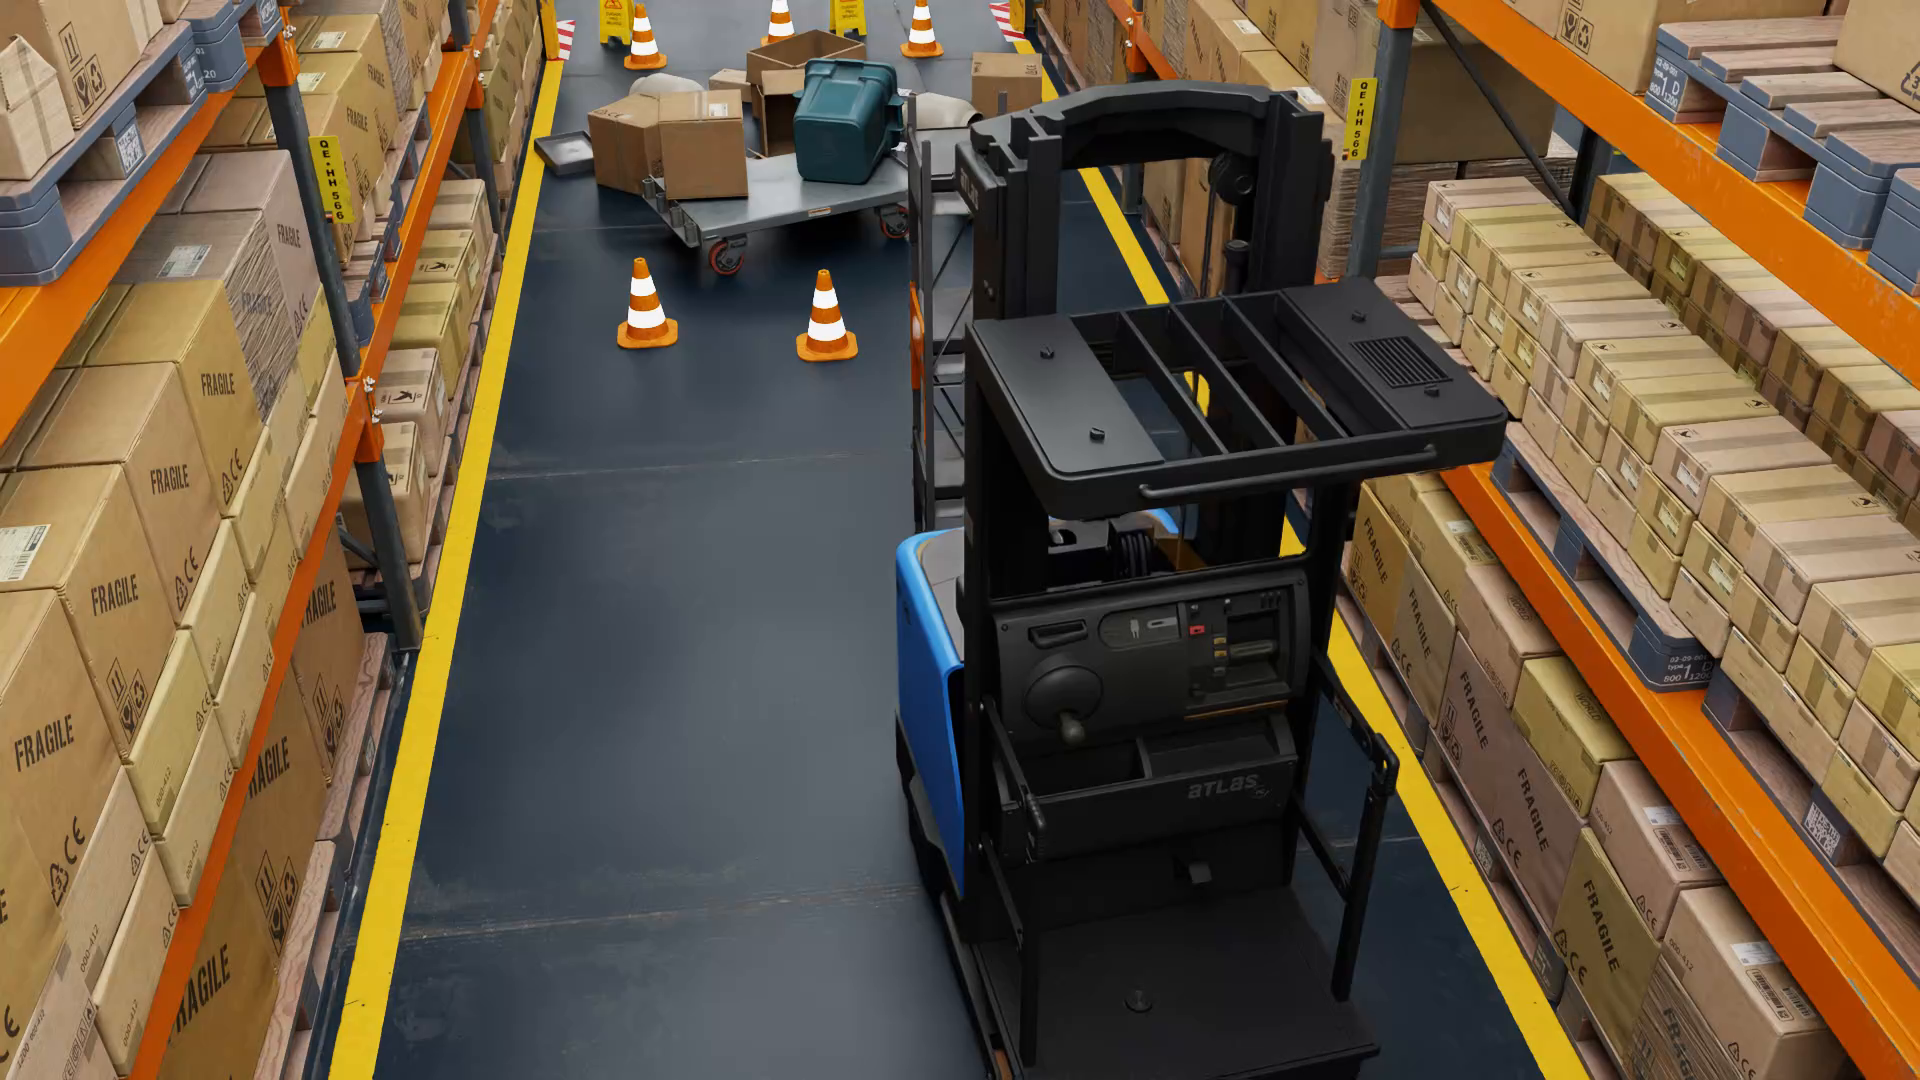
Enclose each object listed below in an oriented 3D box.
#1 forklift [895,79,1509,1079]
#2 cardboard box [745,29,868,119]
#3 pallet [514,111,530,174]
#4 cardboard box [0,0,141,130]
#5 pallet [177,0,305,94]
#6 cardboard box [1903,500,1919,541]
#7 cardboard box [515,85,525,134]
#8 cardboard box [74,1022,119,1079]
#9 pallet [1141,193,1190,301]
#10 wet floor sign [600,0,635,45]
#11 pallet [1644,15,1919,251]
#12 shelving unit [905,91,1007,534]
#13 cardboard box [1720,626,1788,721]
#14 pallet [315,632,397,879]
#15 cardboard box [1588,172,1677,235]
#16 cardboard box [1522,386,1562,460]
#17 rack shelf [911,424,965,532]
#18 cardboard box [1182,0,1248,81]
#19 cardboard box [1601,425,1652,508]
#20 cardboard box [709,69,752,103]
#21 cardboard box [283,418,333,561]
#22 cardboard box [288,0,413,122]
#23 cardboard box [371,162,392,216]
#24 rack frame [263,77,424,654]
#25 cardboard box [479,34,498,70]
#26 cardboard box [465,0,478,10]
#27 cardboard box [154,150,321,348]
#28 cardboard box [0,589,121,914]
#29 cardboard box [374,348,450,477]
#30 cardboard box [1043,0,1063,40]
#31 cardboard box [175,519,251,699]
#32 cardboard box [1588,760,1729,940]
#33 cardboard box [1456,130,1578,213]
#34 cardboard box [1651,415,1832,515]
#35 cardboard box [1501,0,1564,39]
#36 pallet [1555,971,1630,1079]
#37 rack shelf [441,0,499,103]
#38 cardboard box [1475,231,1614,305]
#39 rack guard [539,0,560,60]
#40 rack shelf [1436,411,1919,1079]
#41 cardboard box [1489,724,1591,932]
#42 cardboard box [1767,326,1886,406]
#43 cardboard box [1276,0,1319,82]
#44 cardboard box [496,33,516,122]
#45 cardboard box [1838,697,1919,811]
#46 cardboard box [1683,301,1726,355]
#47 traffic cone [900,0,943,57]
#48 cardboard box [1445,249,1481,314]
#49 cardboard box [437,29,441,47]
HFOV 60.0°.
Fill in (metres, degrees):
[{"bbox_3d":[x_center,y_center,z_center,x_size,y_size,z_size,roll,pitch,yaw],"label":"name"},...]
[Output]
[{"bbox_3d":[0.611,0.398,4.563,1.130,2.935,3.031,-8,35,-12],"label":"forklift"},{"bbox_3d":[-1.124,-3.408,12.304,0.637,0.503,0.797,27,43,34],"label":"cardboard box"},{"bbox_3d":[-3.624,-2.898,11.815,1.003,0.211,1.213,-4,35,-6],"label":"pallet"},{"bbox_3d":[-2.269,-1.256,3.805,0.500,0.500,0.500,-4,34,-6],"label":"cardboard box"},{"bbox_3d":[-2.654,-1.570,4.894,1.213,0.211,1.003,-3,34,-4],"label":"pallet"},{"bbox_3d":[2.893,0.006,4.663,0.380,0.149,0.250,-3,34,-4],"label":"cardboard box"},{"bbox_3d":[-3.300,-2.976,11.521,0.500,0.250,0.500,-5,35,-7],"label":"cardboard box"},{"bbox_3d":[-2.053,1.265,3.363,0.500,0.250,0.500,-5,35,-7],"label":"cardboard box"},{"bbox_3d":[1.739,-1.850,10.277,1.003,0.211,1.213,-4,35,-6],"label":"pallet"},{"bbox_3d":[-2.834,-4.442,13.695,0.267,0.644,0.232,7,35,10],"label":"wet floor sign"},{"bbox_3d":[2.516,-1.056,4.139,1.213,0.211,1.003,-4,35,-6],"label":"pallet"},{"bbox_3d":[0.022,-0.775,7.023,0.431,2.100,0.503,-4,35,-6],"label":"shelving unit"},{"bbox_3d":[2.286,0.337,4.442,0.380,0.149,0.250,-6,35,-9],"label":"cardboard box"},{"bbox_3d":[-2.762,0.834,6.338,1.003,0.211,1.213,-4,35,-6],"label":"pallet"},{"bbox_3d":[2.618,-1.272,6.274,0.380,0.149,0.250,-6,35,-8],"label":"cardboard box"},{"bbox_3d":[2.107,-0.400,5.524,0.380,0.149,0.250,-3,34,-5],"label":"cardboard box"},{"bbox_3d":[0.022,-0.186,7.425,0.431,0.518,0.480,-4,35,-6],"label":"rack shelf"},{"bbox_3d":[1.498,-2.594,8.803,0.500,0.500,0.500,-5,35,-7],"label":"cardboard box"},{"bbox_3d":[2.179,-0.234,5.015,0.380,0.149,0.250,-3,34,-5],"label":"cardboard box"},{"bbox_3d":[-1.691,-3.472,12.712,0.380,0.149,0.250,13,36,18],"label":"cardboard box"},{"bbox_3d":[-2.384,-0.155,5.447,0.500,0.250,0.500,-4,34,-6],"label":"cardboard box"},{"bbox_3d":[-2.839,-2.236,7.641,0.500,0.500,0.500,-6,35,-8],"label":"cardboard box"},{"bbox_3d":[-2.665,-1.500,7.138,0.380,0.149,0.250,-4,34,-6],"label":"cardboard box"},{"bbox_3d":[-2.793,-0.764,6.207,1.000,3.000,0.127,-4,35,-6],"label":"rack frame"},{"bbox_3d":[-3.100,-3.035,10.367,0.380,0.149,0.250,-4,34,-6],"label":"cardboard box"},{"bbox_3d":[-3.114,-3.427,9.762,0.500,0.500,0.500,-4,35,-7],"label":"cardboard box"},{"bbox_3d":[-2.464,-0.949,5.503,0.500,0.500,0.500,-5,35,-8],"label":"cardboard box"},{"bbox_3d":[-2.125,0.465,3.427,0.500,0.500,0.500,-5,35,-7],"label":"cardboard box"},{"bbox_3d":[-2.966,-0.578,7.896,0.950,0.372,0.625,-5,35,-7],"label":"cardboard box"},{"bbox_3d":[1.179,-4.581,13.323,0.875,0.875,0.875,-4,34,-6],"label":"cardboard box"},{"bbox_3d":[-2.244,0.203,4.478,0.500,0.250,0.500,-5,35,-8],"label":"cardboard box"},{"bbox_3d":[2.230,0.903,4.943,0.500,0.250,0.500,-3,34,-4],"label":"cardboard box"},{"bbox_3d":[2.305,-1.507,7.209,0.500,0.500,0.500,-4,34,-6],"label":"cardboard box"},{"bbox_3d":[2.214,-0.215,4.724,0.380,0.149,0.250,-6,35,-9],"label":"cardboard box"},{"bbox_3d":[1.986,-1.858,5.061,0.500,0.500,0.500,-4,35,-6],"label":"cardboard box"},{"bbox_3d":[2.530,1.755,4.987,1.003,0.211,1.213,-4,35,-6],"label":"pallet"},{"bbox_3d":[-3.600,-3.814,11.322,1.077,0.370,4.000,-4,35,-6],"label":"rack shelf"},{"bbox_3d":[2.036,-0.951,5.804,0.380,0.149,0.250,-5,35,-7],"label":"cardboard box"},{"bbox_3d":[-3.859,-4.152,13.399,1.175,0.500,0.348,-4,35,-6],"label":"rack guard"},{"bbox_3d":[2.367,0.219,5.405,1.077,0.370,4.000,-4,35,-6],"label":"rack shelf"},{"bbox_3d":[2.154,0.930,5.569,0.500,0.500,0.500,-5,35,-7],"label":"cardboard box"},{"bbox_3d":[2.790,-0.550,5.215,0.380,0.149,0.250,-3,34,-4],"label":"cardboard box"},{"bbox_3d":[1.907,-2.469,7.732,0.700,0.500,0.500,-5,35,-7],"label":"cardboard box"},{"bbox_3d":[-3.227,-2.990,10.877,0.500,0.500,0.500,-3,34,-4],"label":"cardboard box"},{"bbox_3d":[2.350,0.491,3.952,0.380,0.149,0.250,-4,34,-6],"label":"cardboard box"},{"bbox_3d":[2.725,-0.711,5.716,0.380,0.149,0.250,-4,35,-6],"label":"cardboard box"},{"bbox_3d":[-0.313,-4.207,13.512,0.336,0.463,0.334,-4,35,-6],"label":"traffic cone"},{"bbox_3d":[2.003,-0.951,6.068,0.380,0.149,0.250,-3,34,-4],"label":"cardboard box"},{"bbox_3d":[-2.970,-2.651,8.826,0.380,0.149,0.250,-5,35,-8],"label":"cardboard box"}]
